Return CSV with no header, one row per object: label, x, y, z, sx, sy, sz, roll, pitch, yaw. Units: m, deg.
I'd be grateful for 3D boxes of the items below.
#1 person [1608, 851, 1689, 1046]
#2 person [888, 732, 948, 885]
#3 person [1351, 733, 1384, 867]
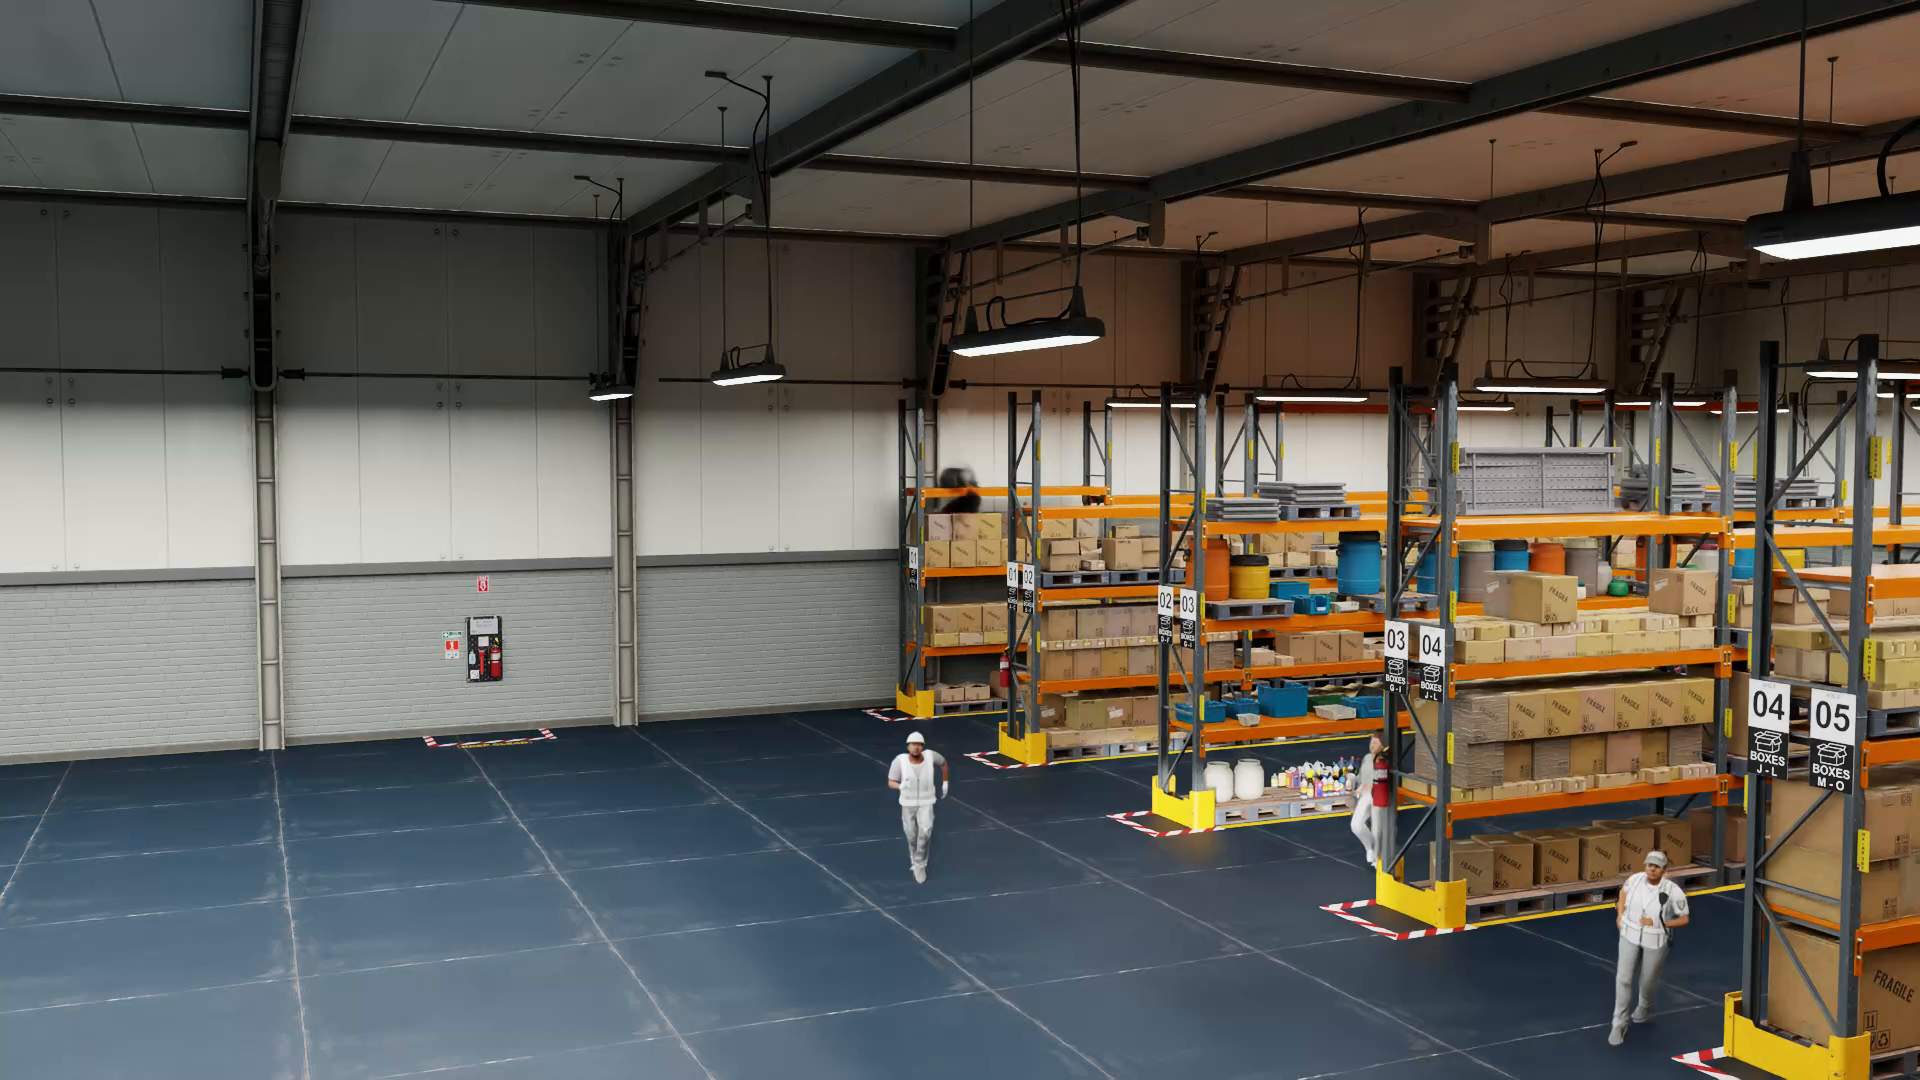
person,6.007,3.517,14.435,0.619,1.695,0.826,2,4,35
person,-0.492,3.130,19.578,0.715,1.784,0.836,0,3,-2
person,4.995,3.158,20.133,0.602,1.637,0.549,-3,5,-42
